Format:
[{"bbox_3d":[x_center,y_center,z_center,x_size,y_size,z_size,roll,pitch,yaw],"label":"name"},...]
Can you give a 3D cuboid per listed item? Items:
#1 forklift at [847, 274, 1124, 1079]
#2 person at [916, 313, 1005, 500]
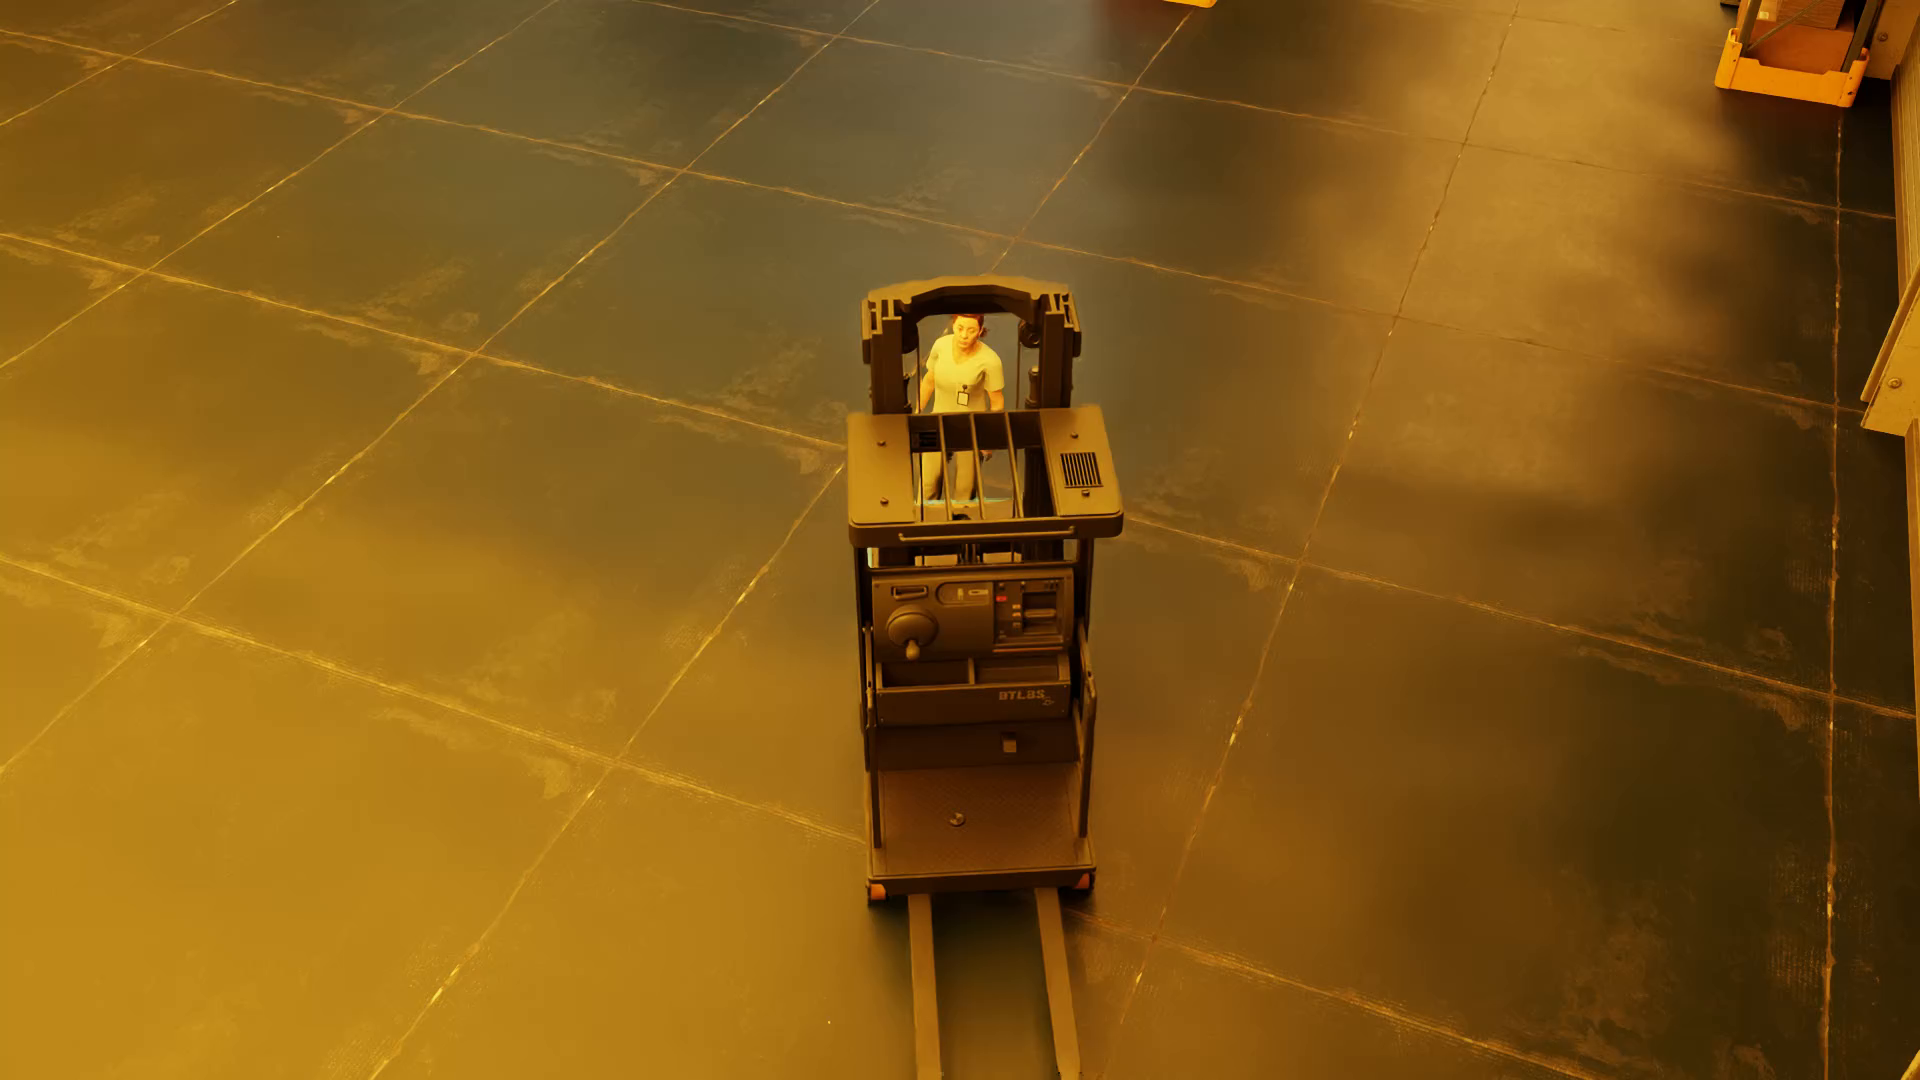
[{"bbox_3d":[0.078,0.421,7.503,1.130,2.935,3.031,-2,40,-3],"label":"forklift"},{"bbox_3d":[-0.040,-0.608,9.699,0.550,1.675,0.549,15,42,17],"label":"person"}]
